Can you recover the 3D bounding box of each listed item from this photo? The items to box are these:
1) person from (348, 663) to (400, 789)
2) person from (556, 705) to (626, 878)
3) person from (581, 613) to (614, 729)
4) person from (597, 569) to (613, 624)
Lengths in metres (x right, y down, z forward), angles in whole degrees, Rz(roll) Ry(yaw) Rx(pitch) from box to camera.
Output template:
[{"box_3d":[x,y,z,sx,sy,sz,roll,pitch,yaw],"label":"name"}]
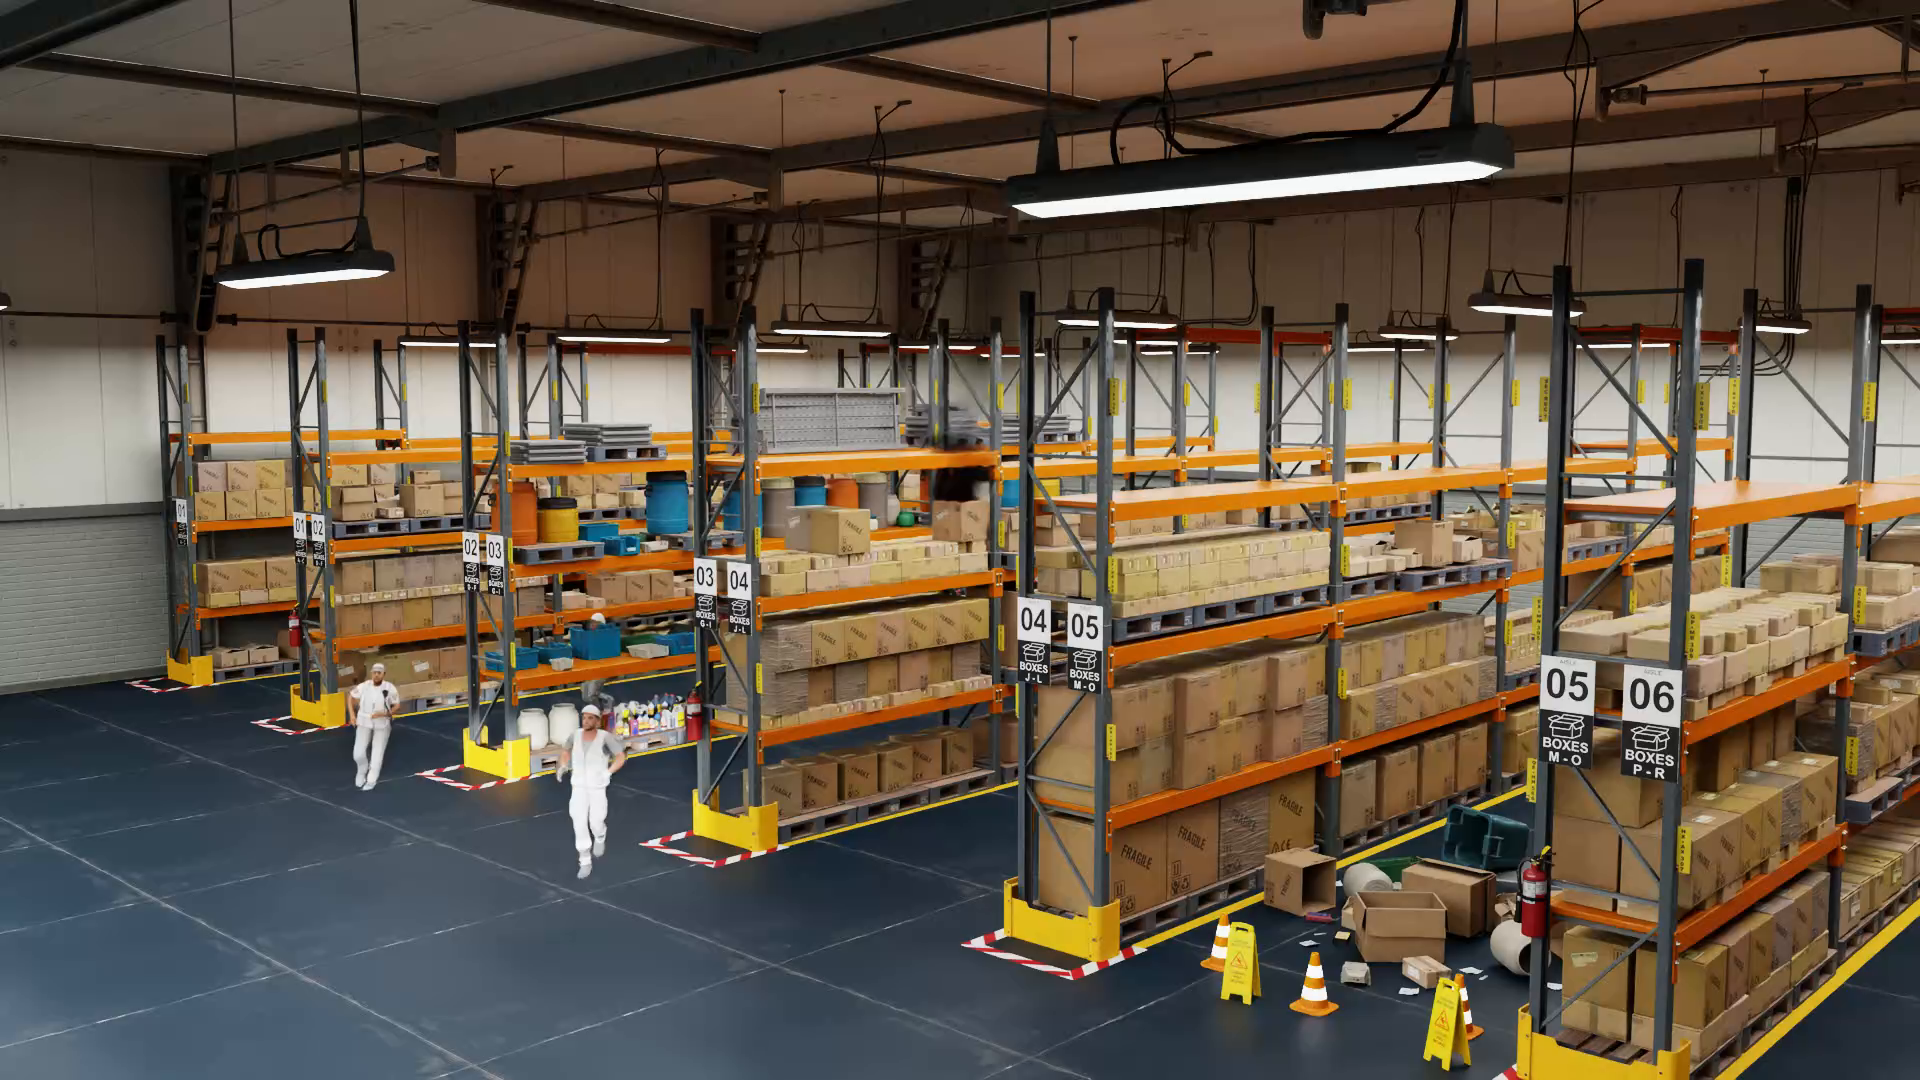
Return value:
[{"box_3d":[-7.456,2.377,21.163,0.635,1.616,0.526,-2,6,-16],"label":"person"},{"box_3d":[-3.928,2.639,17.728,0.711,1.791,0.779,1,5,7],"label":"person"},{"box_3d":[-5.410,1.959,24.963,0.683,1.743,0.688,4,6,34],"label":"person"},{"box_3d":[-6.692,1.372,31.152,0.630,1.743,0.716,-5,8,-44],"label":"person"}]
